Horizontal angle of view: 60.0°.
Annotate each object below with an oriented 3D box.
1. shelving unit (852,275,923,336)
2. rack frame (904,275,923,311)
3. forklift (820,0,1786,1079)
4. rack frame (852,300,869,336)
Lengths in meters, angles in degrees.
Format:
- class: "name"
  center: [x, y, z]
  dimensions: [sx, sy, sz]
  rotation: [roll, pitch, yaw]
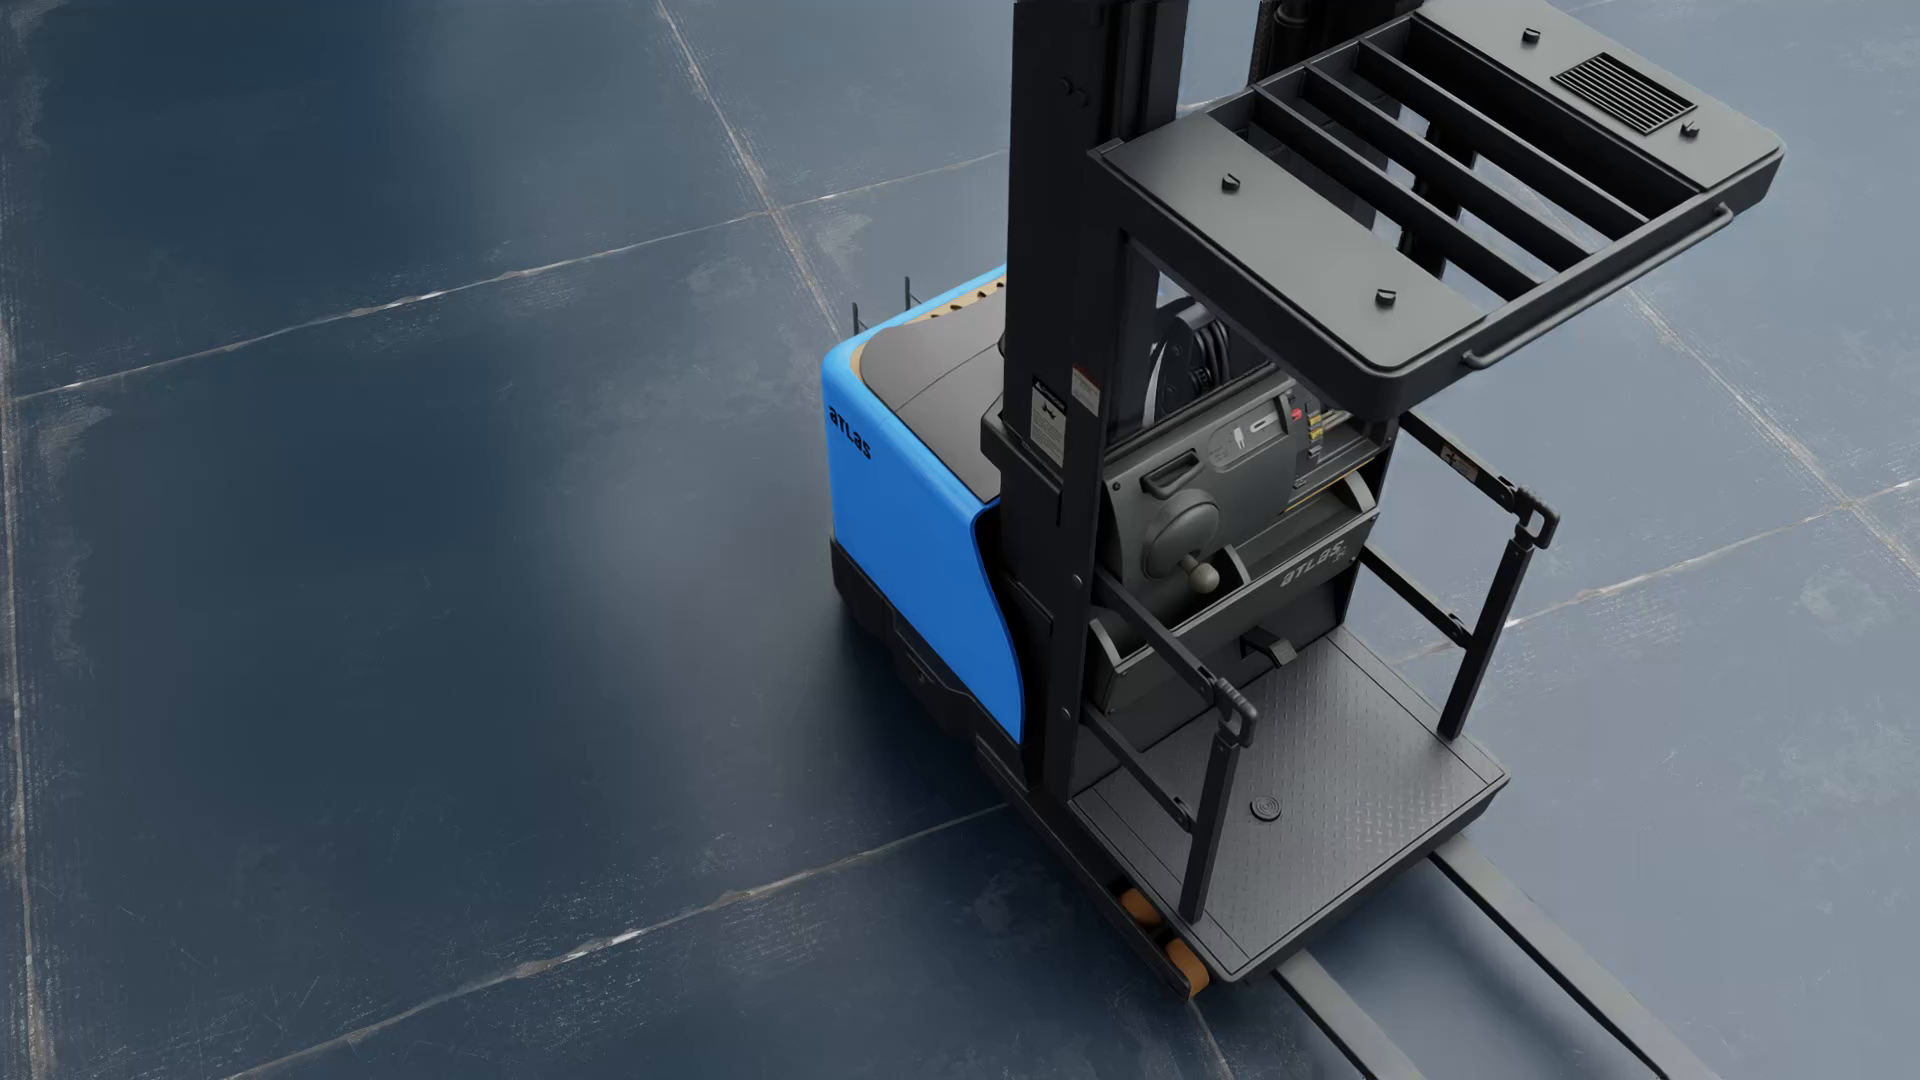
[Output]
- class: "shelving unit"
  center: [-0.182, -0.430, 5.526]
  dimensions: [0.210, 0.900, 0.258]
  rotation: [-30, 56, -23]
- class: "rack frame"
  center: [-0.101, -0.477, 5.567]
  dimensions: [0.006, 0.900, 0.240]
  rotation: [-30, 56, -23]
- class: "forklift"
  center: [0.853, -0.107, 3.910]
  dimensions: [1.130, 2.935, 3.031]
  rotation: [-29, 55, -23]
- class: "rack frame"
  center: [-0.263, -0.384, 5.486]
  dimensions: [0.006, 0.900, 0.240]
  rotation: [-30, 56, -23]
